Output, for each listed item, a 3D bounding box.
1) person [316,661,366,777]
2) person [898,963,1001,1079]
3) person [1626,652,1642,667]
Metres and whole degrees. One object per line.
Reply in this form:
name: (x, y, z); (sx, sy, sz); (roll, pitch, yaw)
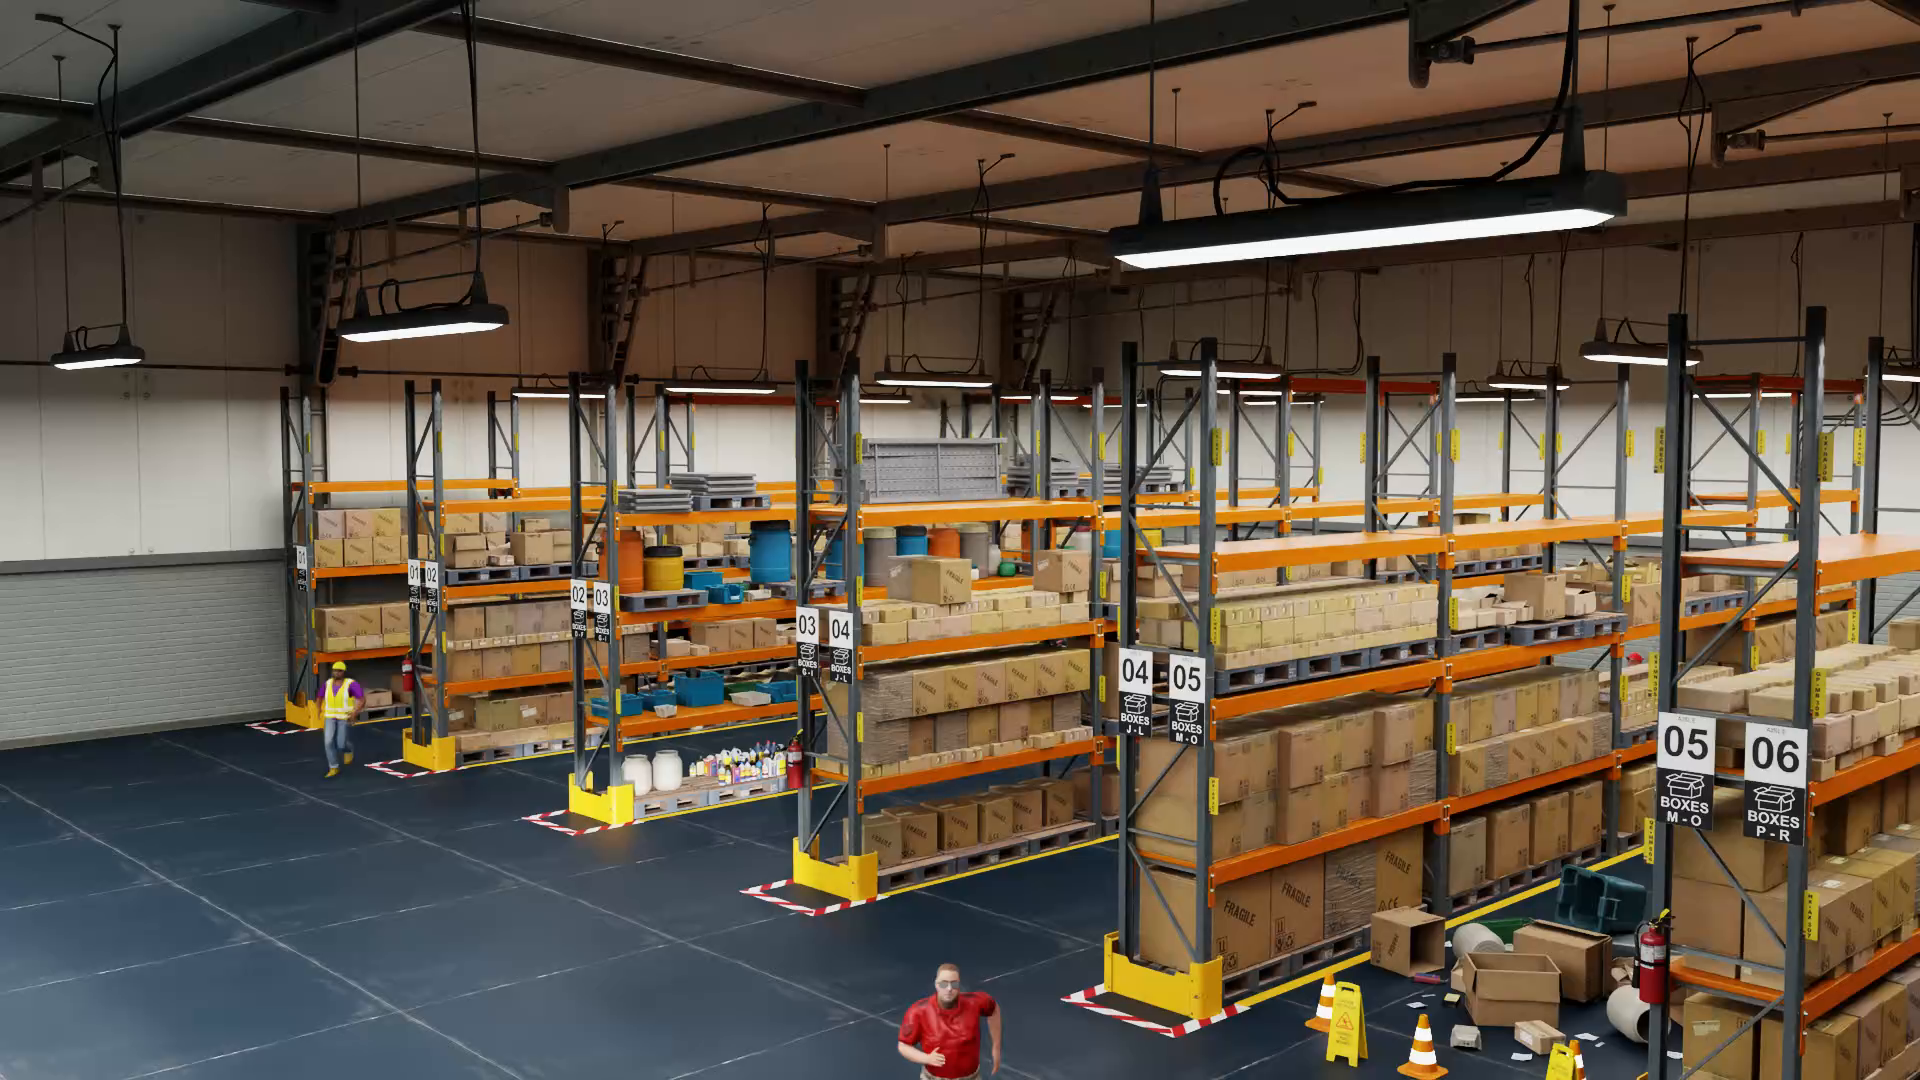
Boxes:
person: (-9.428, 2.700, 25.323); (0.749, 1.735, 0.706); (0, 4, -2)
person: (-0.064, 3.622, 10.925); (0.687, 1.781, 0.877); (0, 4, -2)
person: (10.374, 2.634, 25.619); (0.911, 1.797, 0.664); (-2, 4, -34)
